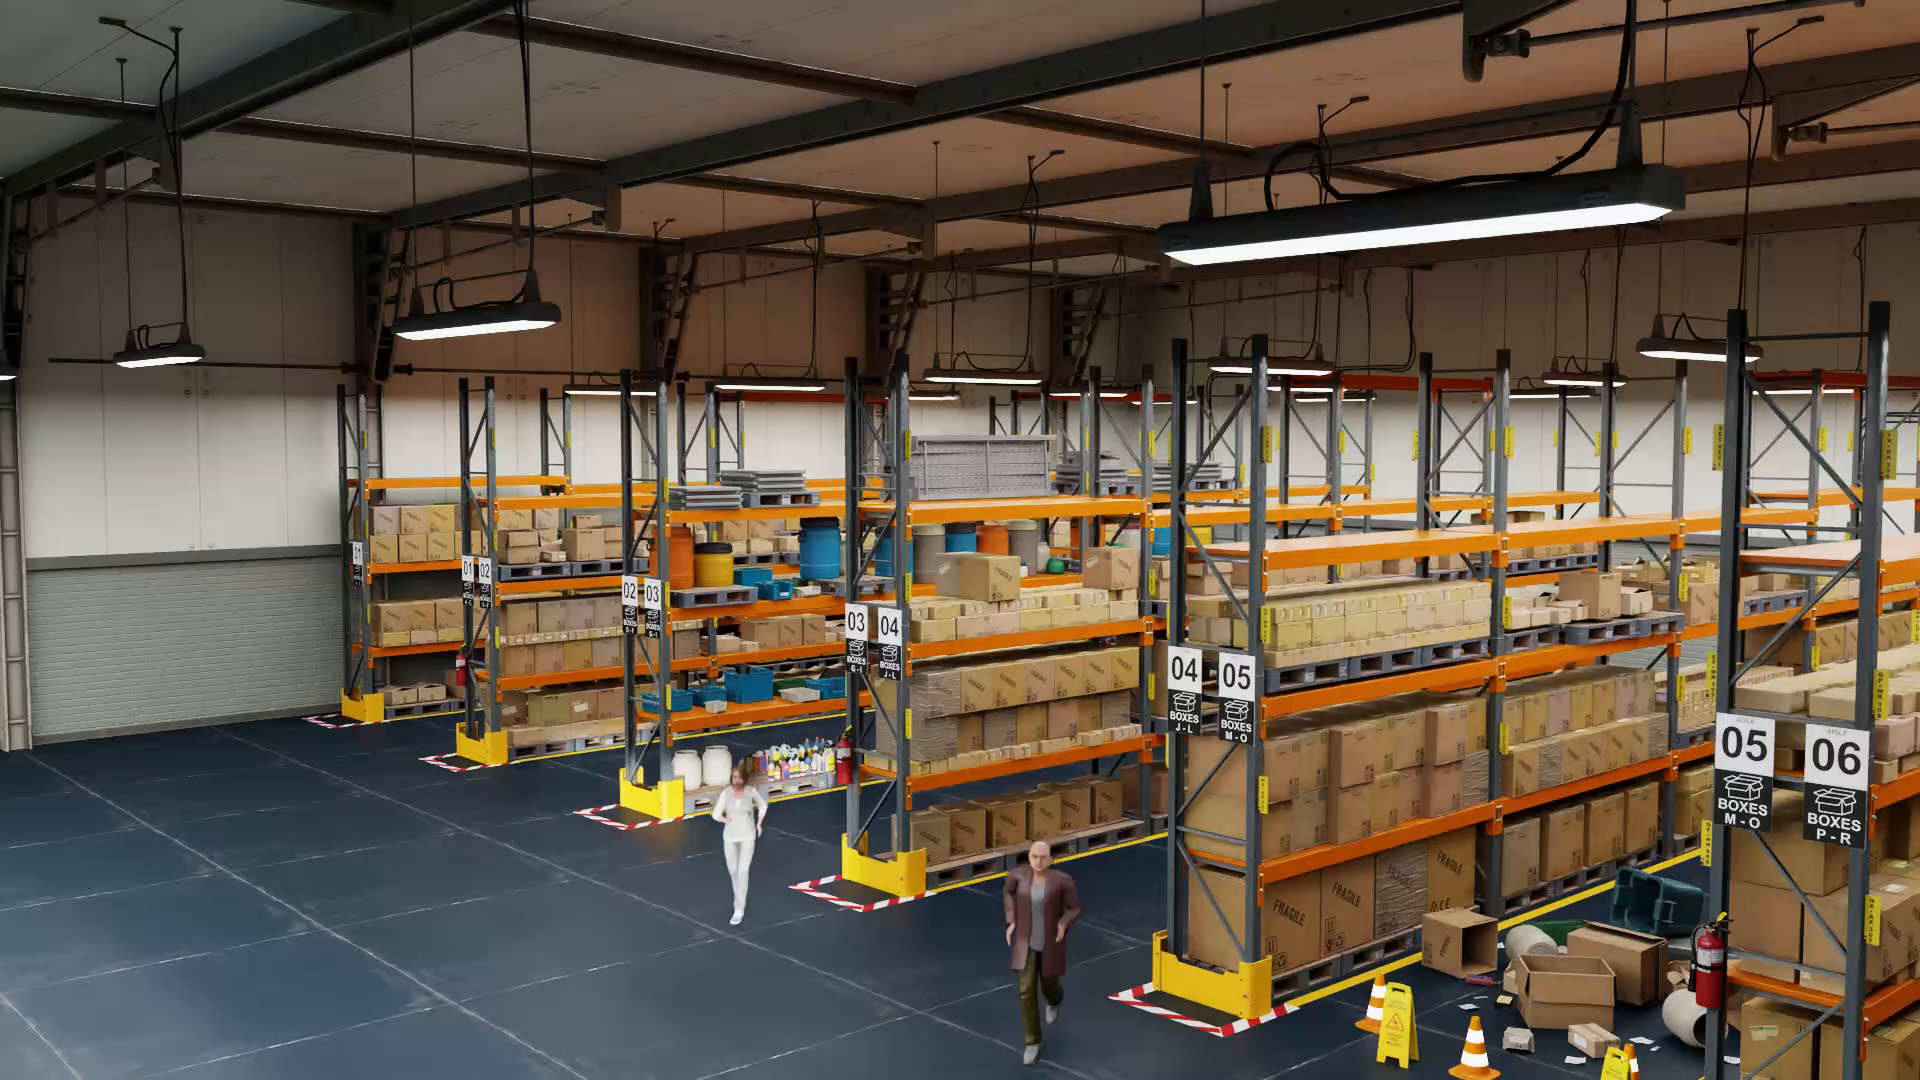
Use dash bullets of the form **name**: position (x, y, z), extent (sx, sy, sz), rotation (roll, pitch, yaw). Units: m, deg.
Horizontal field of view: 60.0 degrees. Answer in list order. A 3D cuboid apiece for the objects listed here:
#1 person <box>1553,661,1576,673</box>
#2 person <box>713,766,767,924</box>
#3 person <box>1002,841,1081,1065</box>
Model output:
- **person**: position (9.351, 2.601, 25.549), extent (0.699, 1.773, 0.967), rotation (3, 5, 41)
- **person**: position (-2.343, 3.183, 17.639), extent (0.545, 1.601, 0.796), rotation (0, 4, 4)
- **person**: position (0.681, 3.371, 13.942), extent (0.686, 1.767, 1.002), rotation (1, 4, 11)
